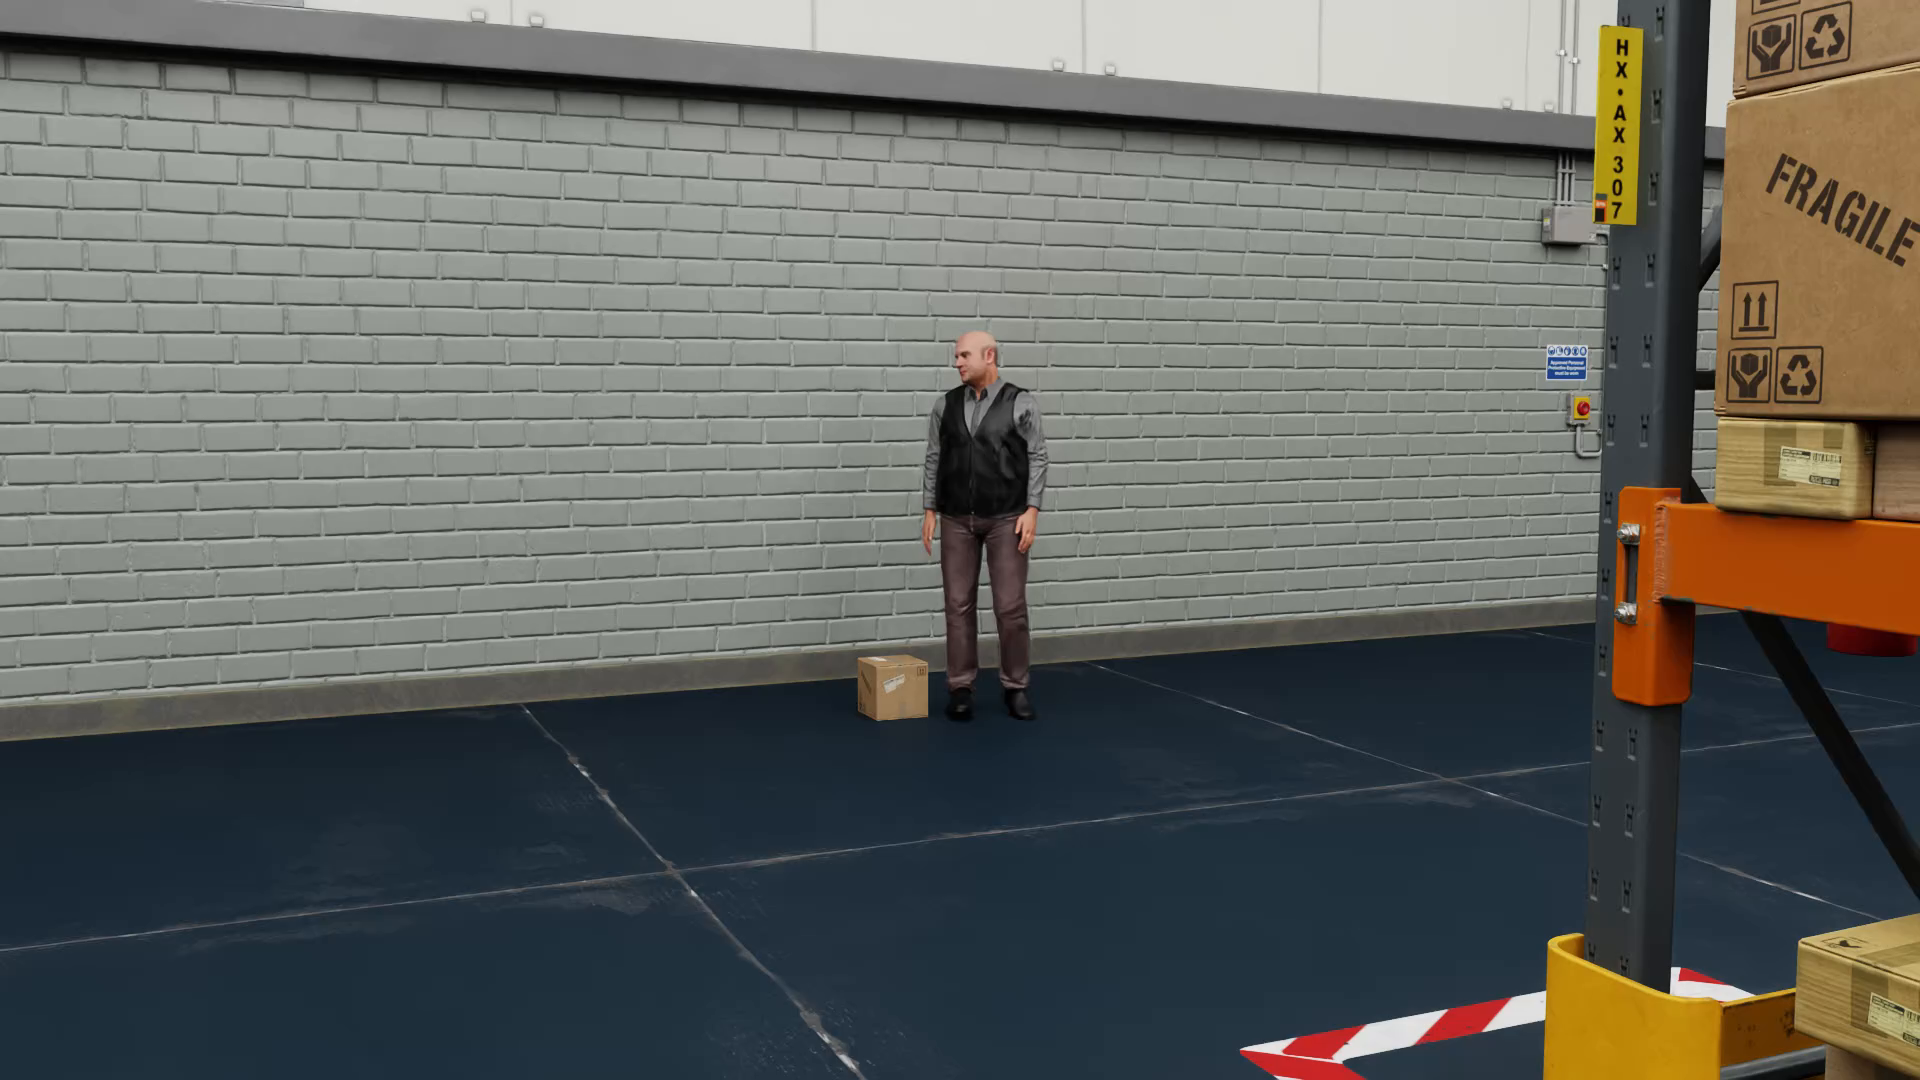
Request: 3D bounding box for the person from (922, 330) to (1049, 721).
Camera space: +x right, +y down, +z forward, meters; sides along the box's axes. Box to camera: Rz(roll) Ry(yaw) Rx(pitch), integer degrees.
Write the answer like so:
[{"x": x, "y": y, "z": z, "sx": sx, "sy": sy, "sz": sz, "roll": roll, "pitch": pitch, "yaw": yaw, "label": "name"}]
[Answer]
[{"x": 0.101, "y": -0.067, "z": 7.508, "sx": 0.583, "sy": 1.750, "sz": 0.397, "roll": 2, "pitch": 6, "yaw": 17, "label": "person"}]
